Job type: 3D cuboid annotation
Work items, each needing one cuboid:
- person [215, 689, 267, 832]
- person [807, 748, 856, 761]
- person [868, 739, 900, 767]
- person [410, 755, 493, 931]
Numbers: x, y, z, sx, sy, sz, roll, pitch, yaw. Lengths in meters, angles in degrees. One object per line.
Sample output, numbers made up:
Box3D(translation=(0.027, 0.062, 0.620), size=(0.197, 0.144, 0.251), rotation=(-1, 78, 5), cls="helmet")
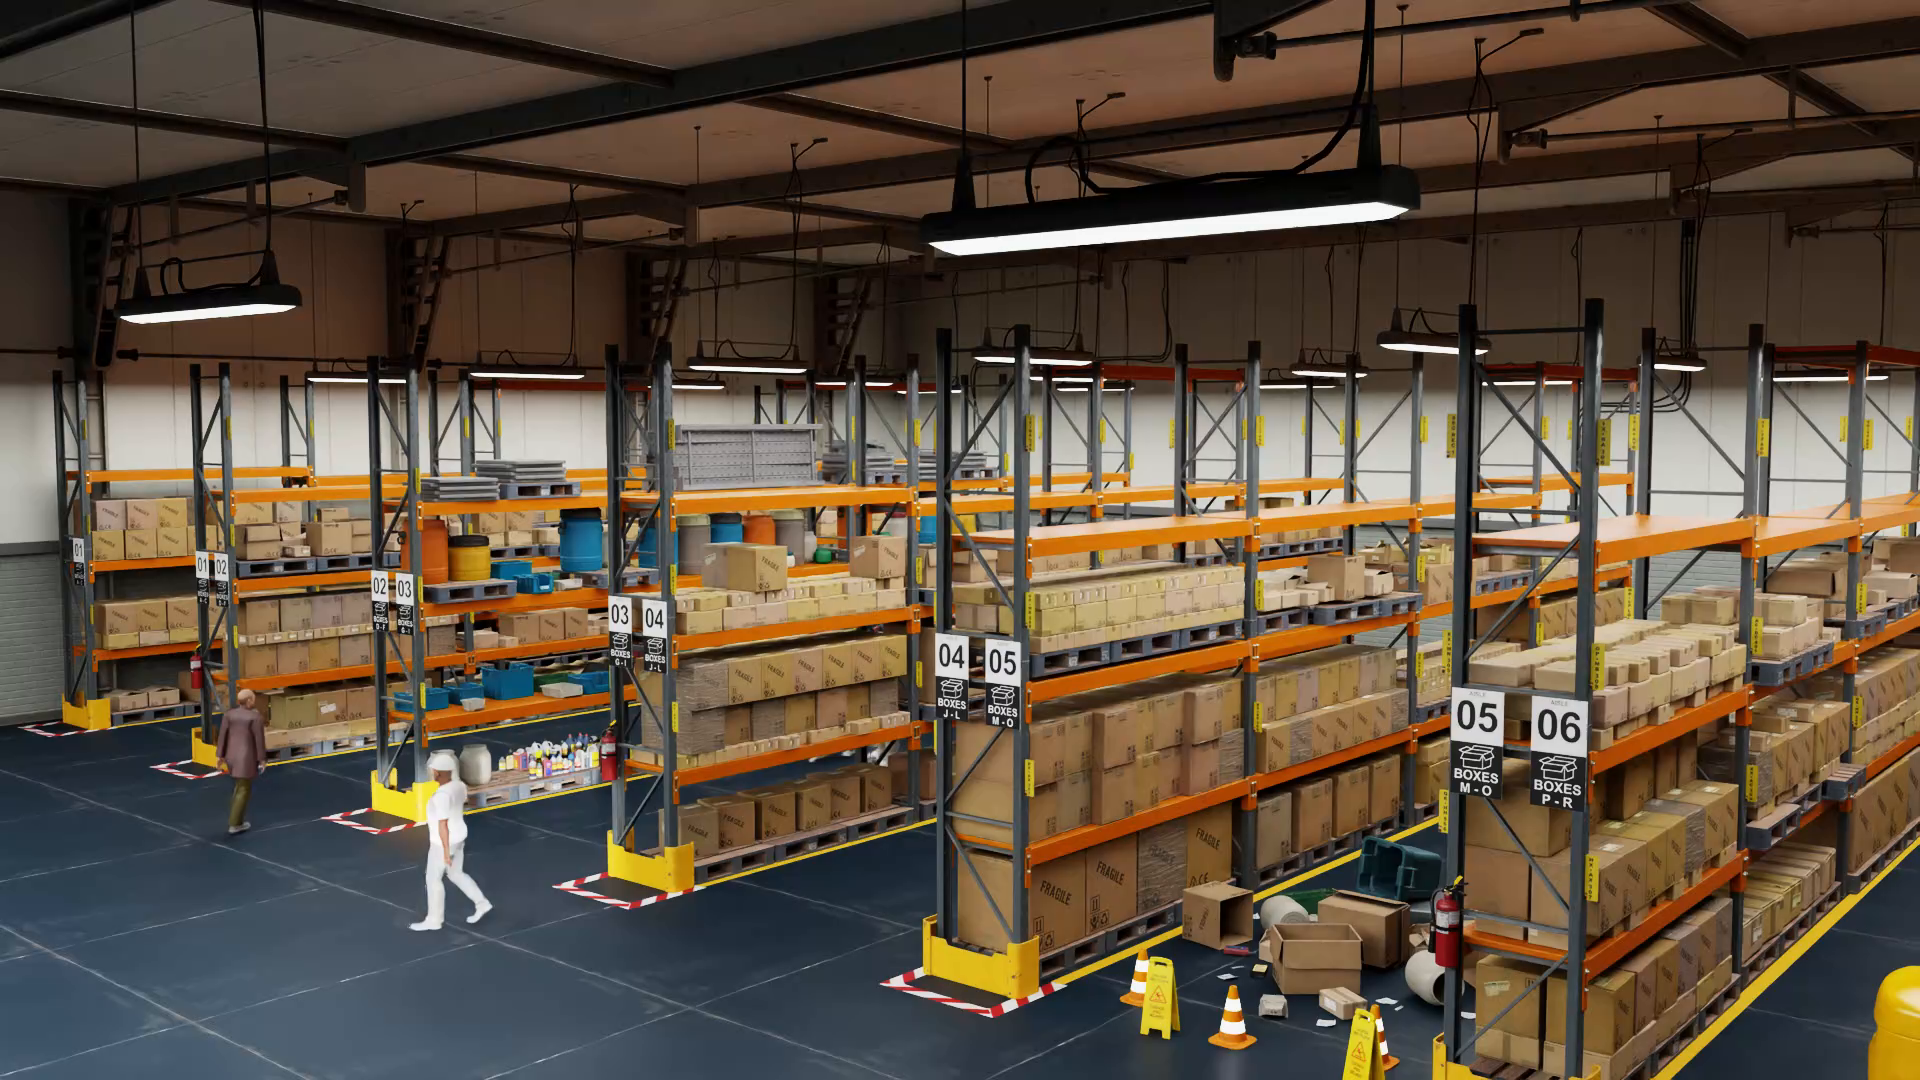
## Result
Box3D(translation=(-9.027, 2.774, 20.889), size=(0.627, 1.792, 0.584), rotation=(1, 4, 10), cls="person")
Box3D(translation=(-1.949, 2.500, 25.267), size=(0.464, 1.641, 0.878), rotation=(4, 6, 44), cls="person")
Box3D(translation=(-1.036, 2.629, 23.605), size=(0.656, 1.681, 0.793), rotation=(3, 5, 39), cls="person")
Box3D(translation=(-5.172, 3.060, 16.902), size=(0.746, 1.760, 0.562), rotation=(1, 4, 8), cls="person")
